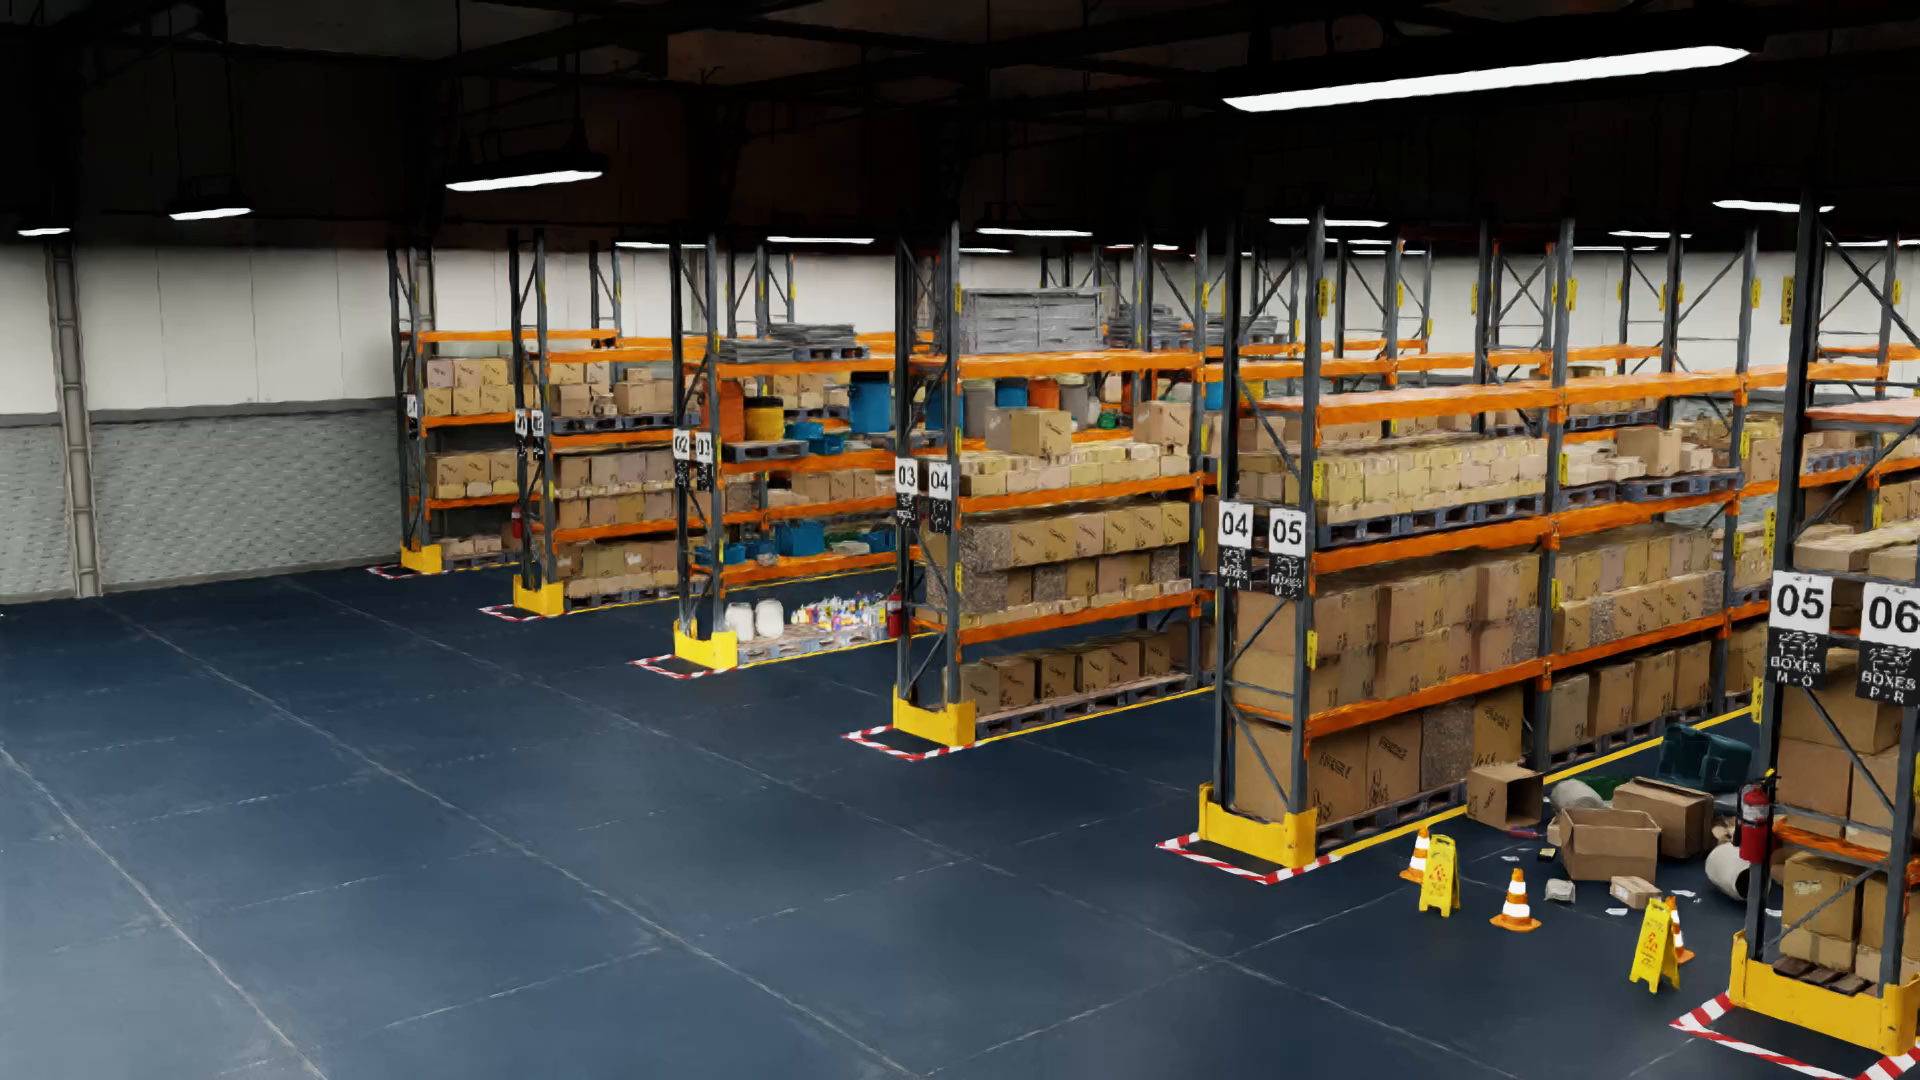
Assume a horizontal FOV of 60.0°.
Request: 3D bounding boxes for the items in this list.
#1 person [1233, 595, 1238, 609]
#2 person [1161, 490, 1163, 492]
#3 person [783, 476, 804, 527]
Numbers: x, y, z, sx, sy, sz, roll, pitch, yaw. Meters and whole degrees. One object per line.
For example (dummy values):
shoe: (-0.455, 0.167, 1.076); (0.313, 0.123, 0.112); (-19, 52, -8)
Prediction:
person: (4.358, 0.456, 25.141); (1.033, 1.714, 0.539); (-5, 10, -30)
person: (5.402, -1.971, 41.228); (1.019, 1.612, 0.458); (-8, 12, -40)
person: (-3.150, -0.466, 31.677); (0.961, 1.534, 0.407); (-5, 10, -29)
